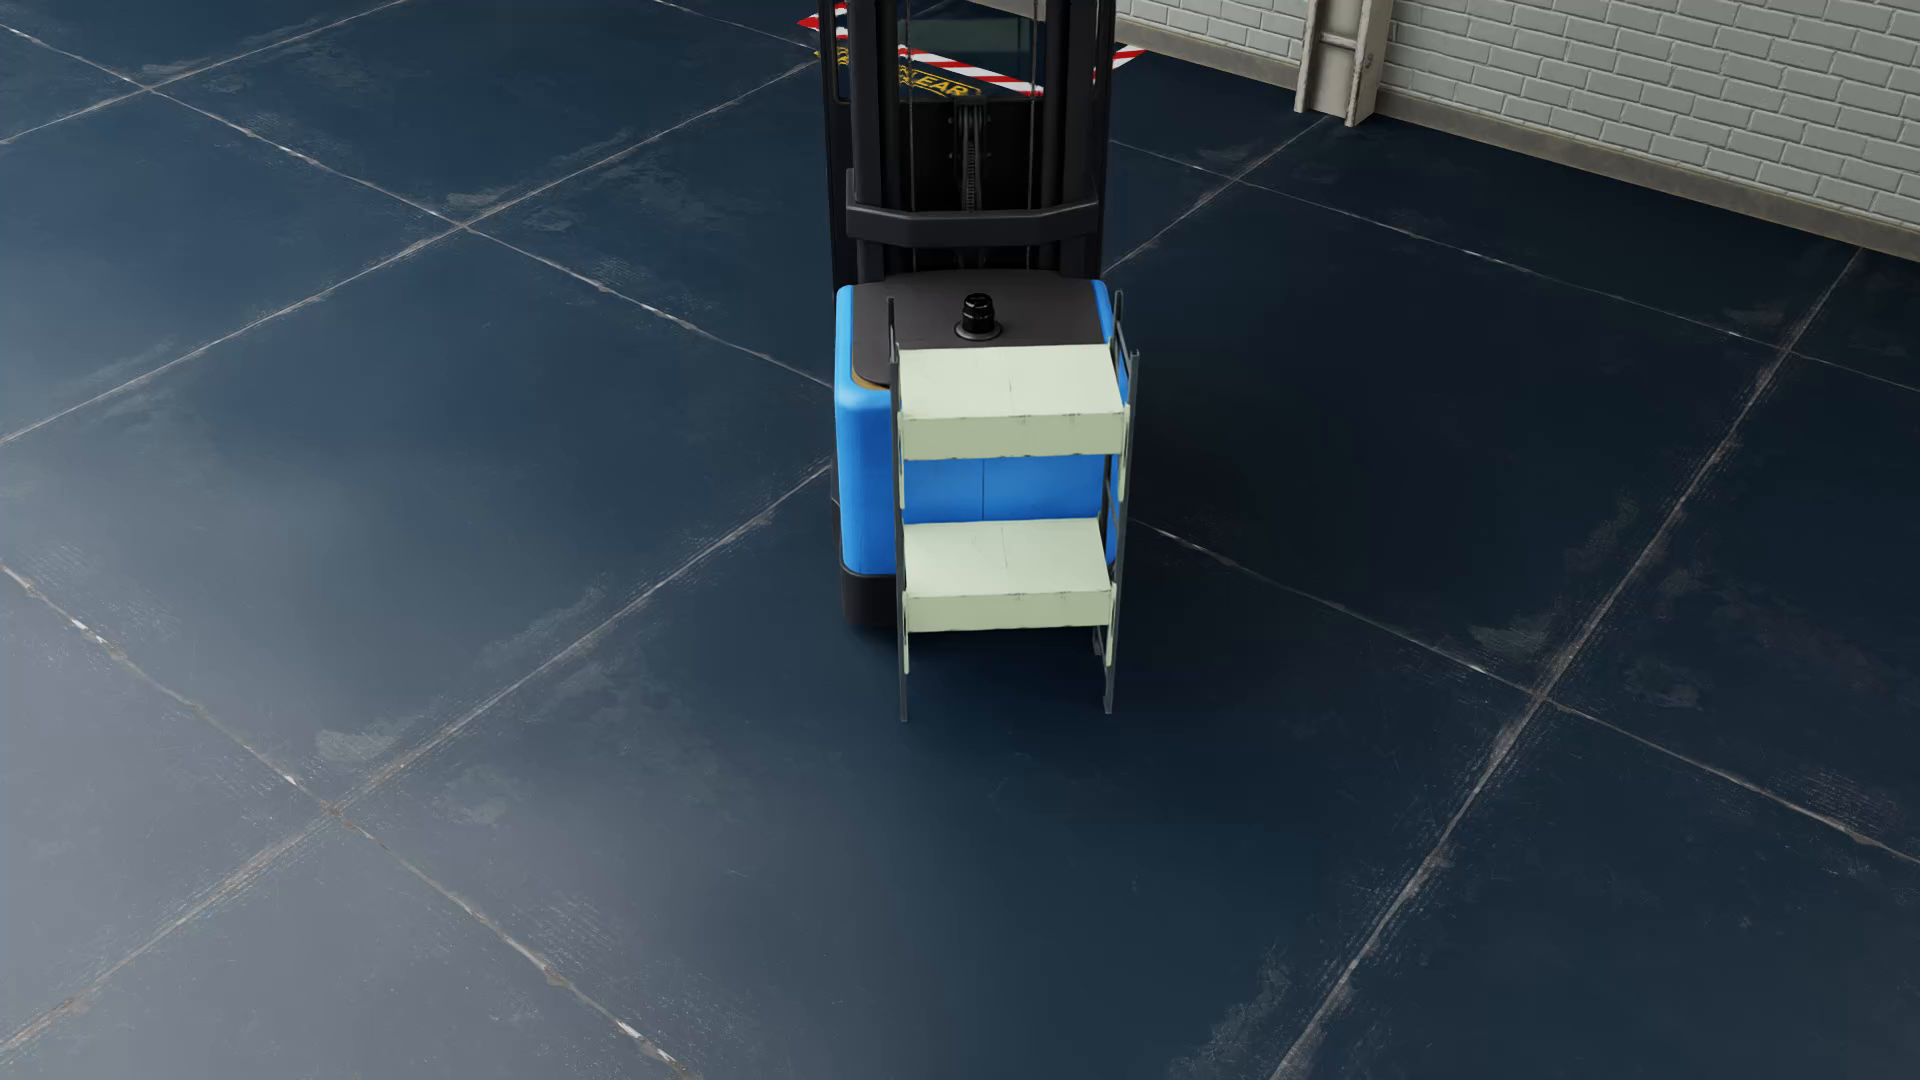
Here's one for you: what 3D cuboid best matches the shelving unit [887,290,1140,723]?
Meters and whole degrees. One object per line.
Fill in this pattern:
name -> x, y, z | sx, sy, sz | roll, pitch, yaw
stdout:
shelving unit -> 0.156, -0.076, 5.630 | 0.755, 1.500, 0.431 | -2, 38, -3

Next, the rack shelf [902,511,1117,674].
rack shelf -> 0.156, 0.181, 5.831 | 0.720, 0.370, 0.431 | -2, 38, -3

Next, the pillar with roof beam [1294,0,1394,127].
pillar with roof beam -> -0.346, -4.038, 4.608 | 0.400, 9.000, 9.100 | 25, 45, 29

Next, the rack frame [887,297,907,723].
rack frame -> -0.210, -0.063, 5.614 | 0.023, 1.500, 0.400 | -2, 38, -3

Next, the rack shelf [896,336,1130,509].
rack shelf -> 0.156, -0.383, 5.390 | 0.720, 0.370, 0.431 | -2, 38, -3

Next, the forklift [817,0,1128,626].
forklift -> 0.013, -1.718, 6.567 | 1.130, 2.935, 3.031 | -2, 38, -2

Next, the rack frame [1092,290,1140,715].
rack frame -> 0.521, -0.089, 5.647 | 0.023, 1.500, 0.400 | -2, 38, -3
